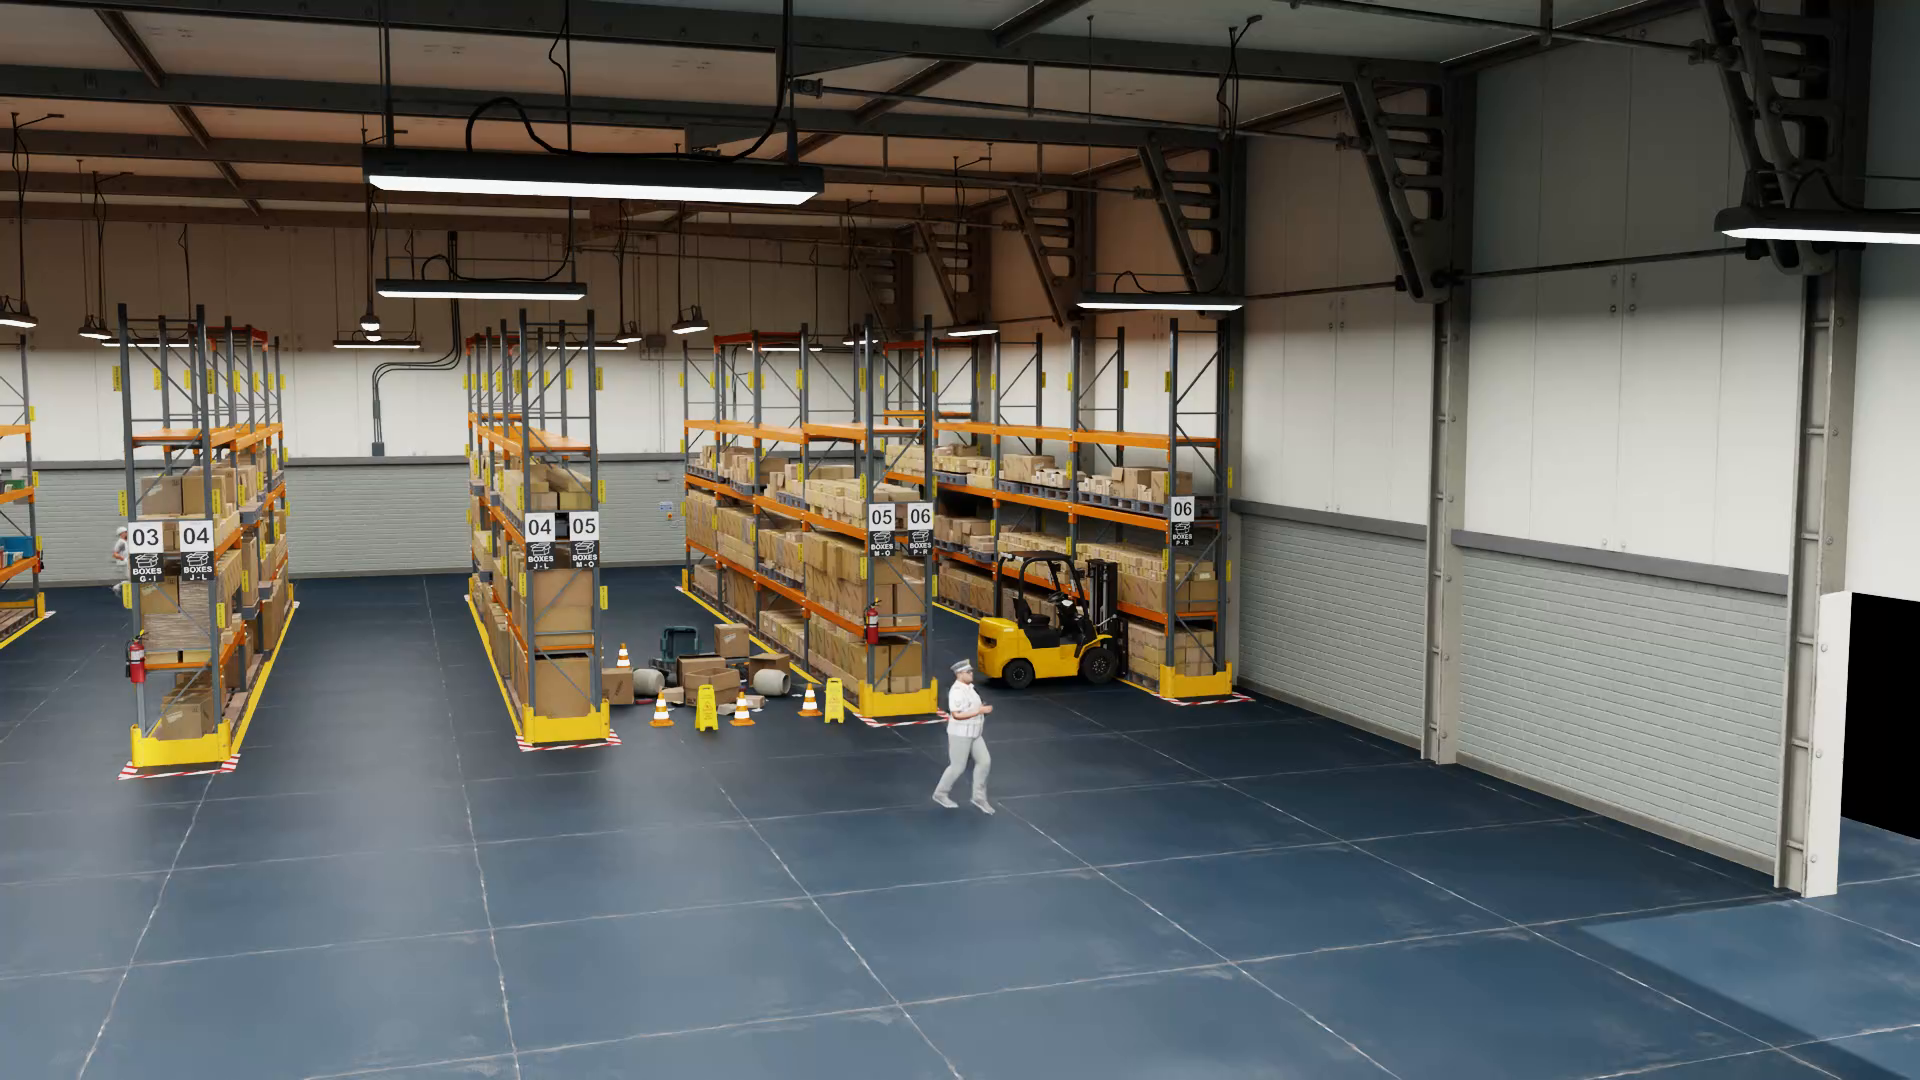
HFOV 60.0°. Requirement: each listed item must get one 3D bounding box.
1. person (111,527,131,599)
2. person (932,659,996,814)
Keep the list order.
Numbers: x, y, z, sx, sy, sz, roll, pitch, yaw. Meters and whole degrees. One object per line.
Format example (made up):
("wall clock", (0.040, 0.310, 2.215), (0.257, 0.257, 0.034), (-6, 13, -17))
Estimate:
("person", (-18.908, 0.569, 37.621), (0.665, 1.740, 0.657), (-1, 5, -7))
("person", (0.051, 2.286, 19.326), (0.763, 1.840, 0.642), (2, 6, 24))
